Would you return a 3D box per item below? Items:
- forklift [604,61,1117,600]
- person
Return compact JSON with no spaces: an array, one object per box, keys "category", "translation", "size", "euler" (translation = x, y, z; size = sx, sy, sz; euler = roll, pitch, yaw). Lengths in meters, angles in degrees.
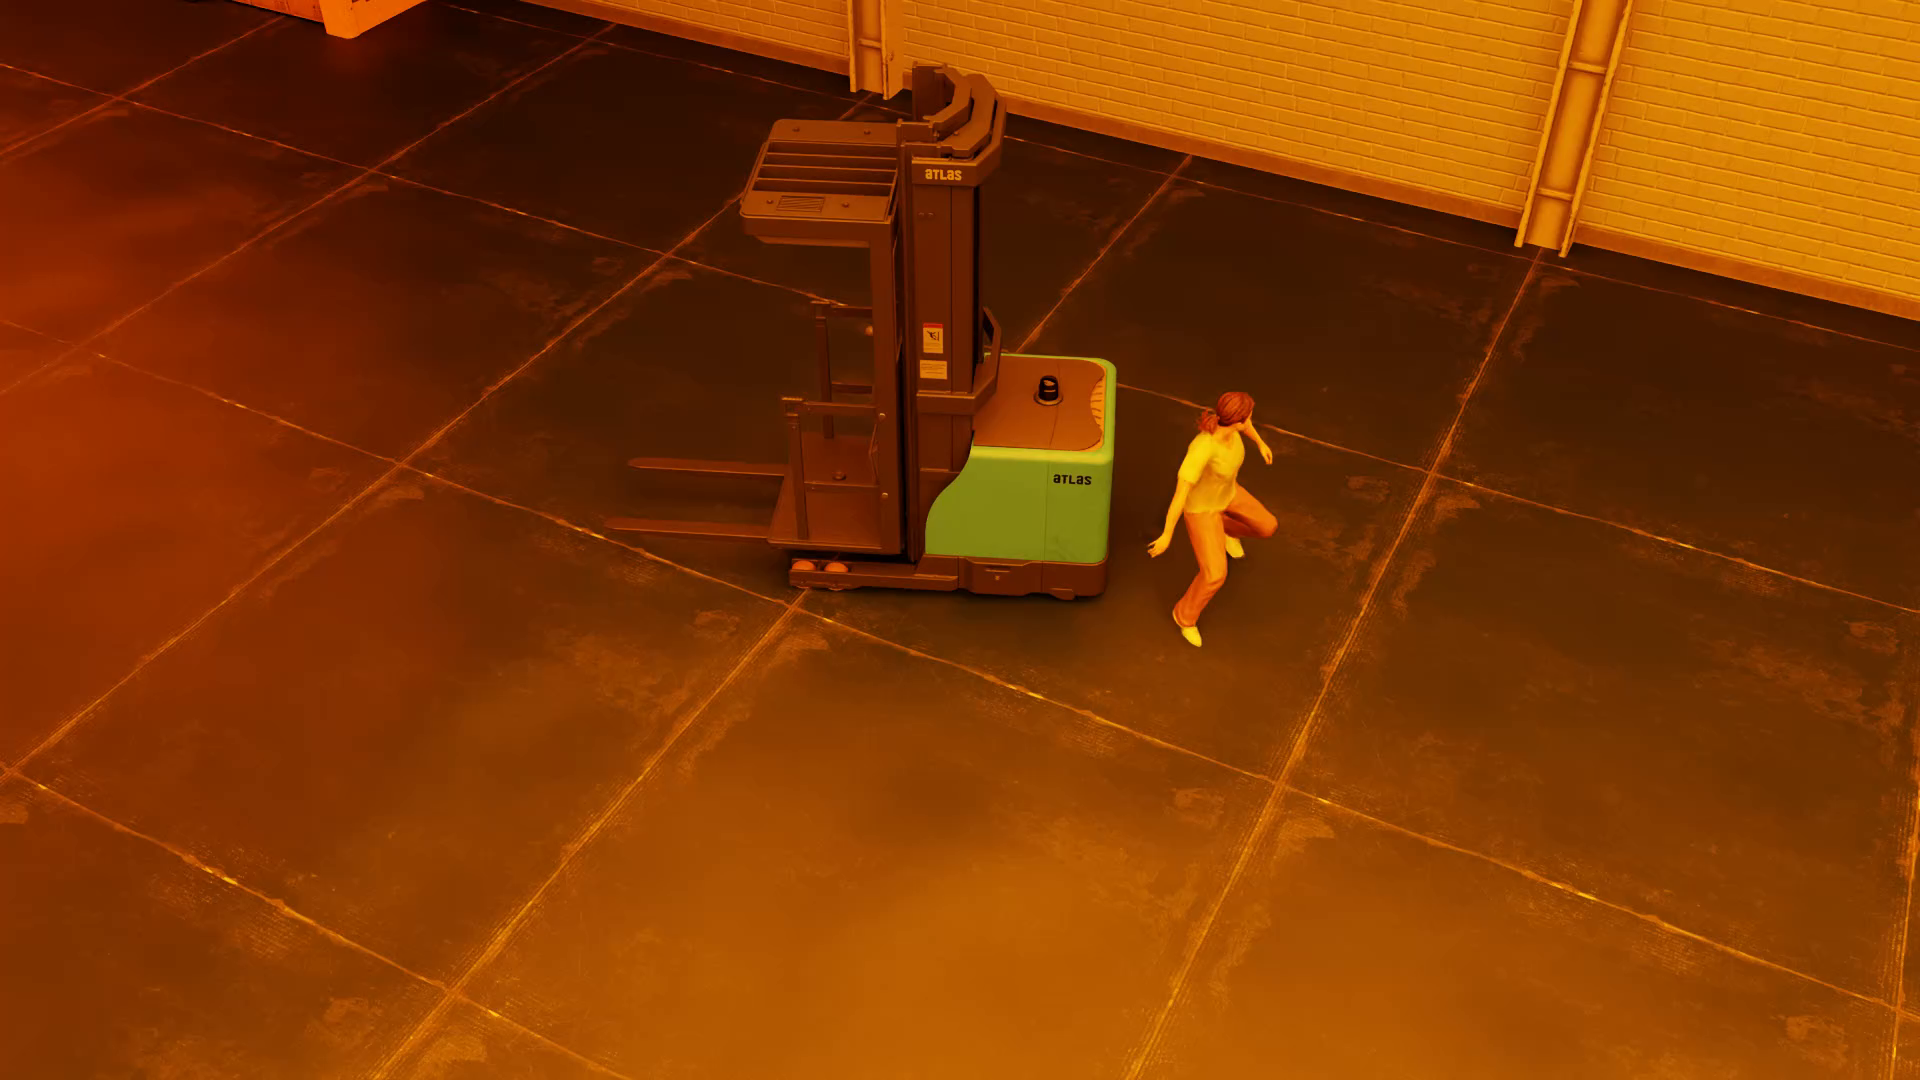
[{"category":"forklift","translation":[-0.606,-1.157,9.360],"size":[3.031,2.935,1.130],"euler":[3,40,4]},{"category":"person","translation":[1.421,-0.196,9.347],"size":[0.501,1.553,1.039],"euler":[29,48,30]}]
